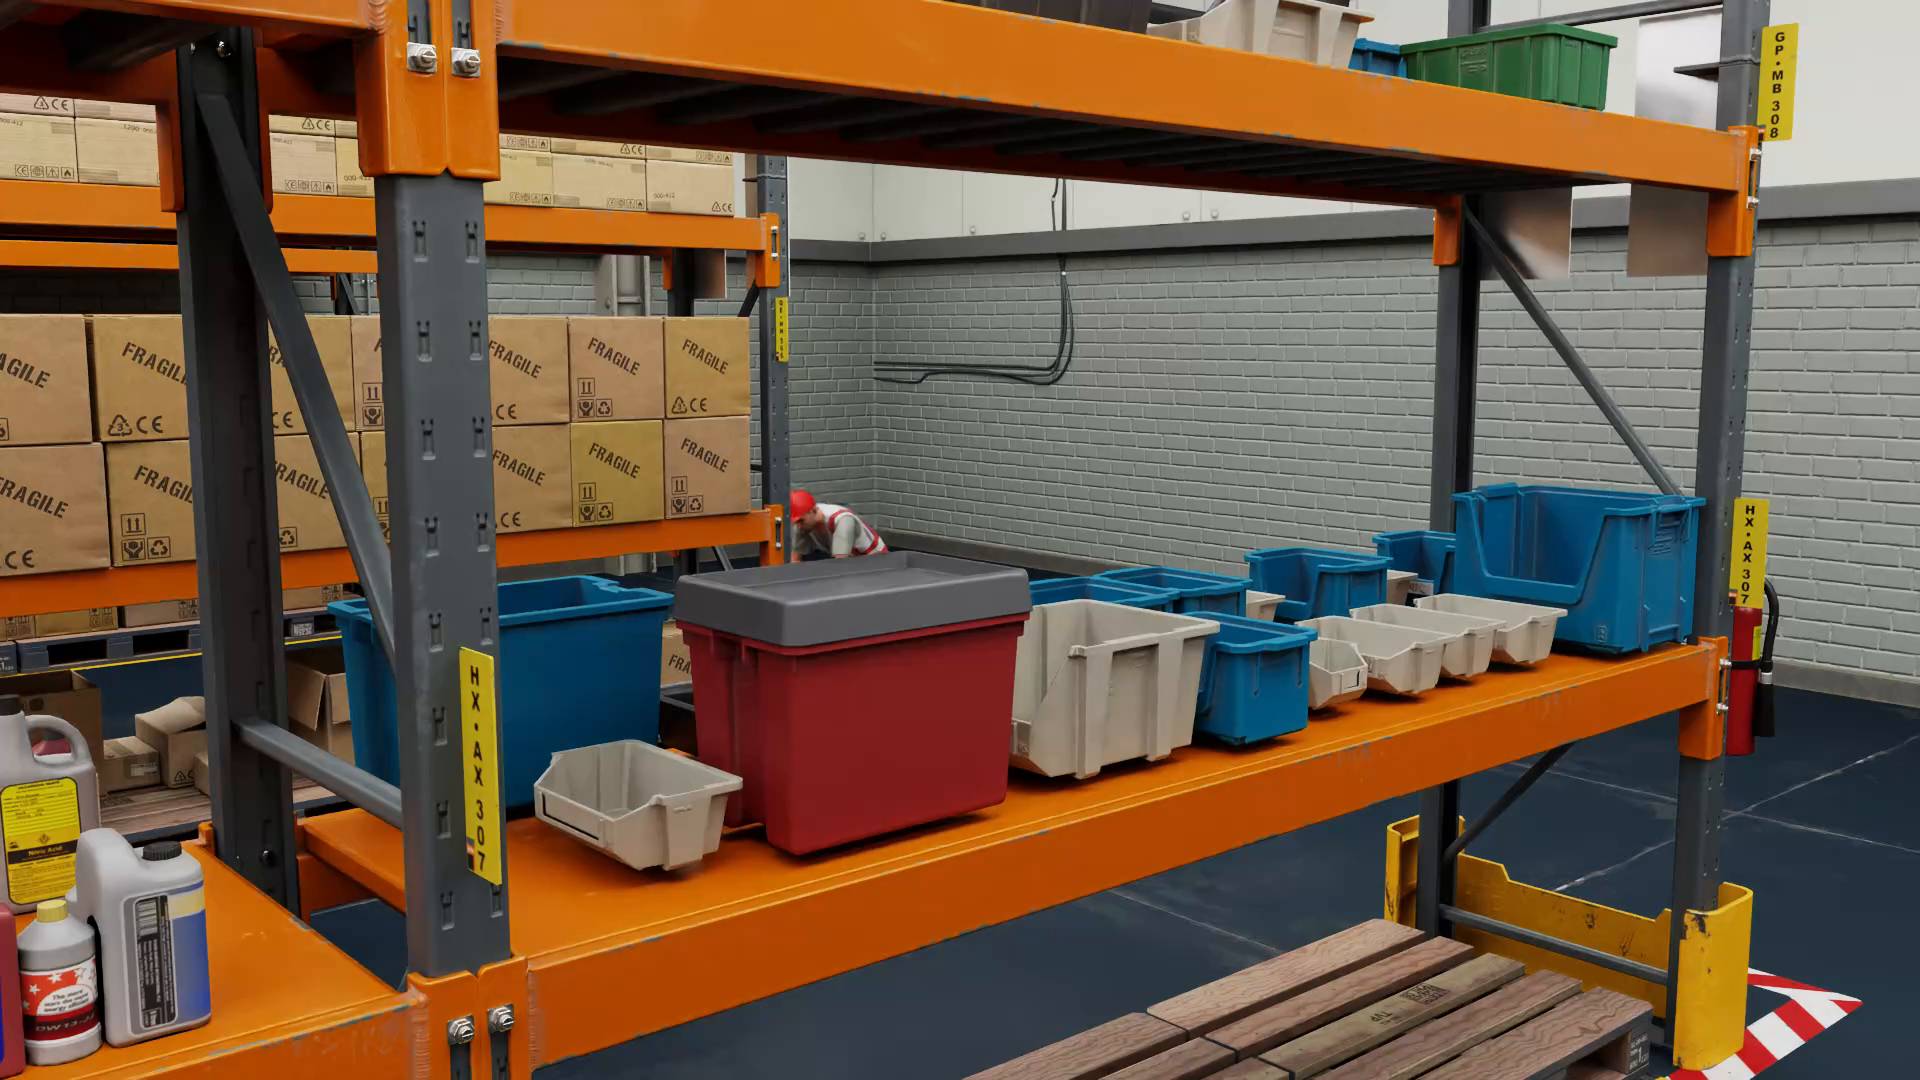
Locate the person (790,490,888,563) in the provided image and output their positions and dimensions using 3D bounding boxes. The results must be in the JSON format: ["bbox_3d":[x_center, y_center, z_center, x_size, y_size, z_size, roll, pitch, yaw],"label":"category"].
[{"bbox_3d":[-0.856,0.198,11.386,0.852,1.125,0.585,-6,10,-41],"label":"person"}]
